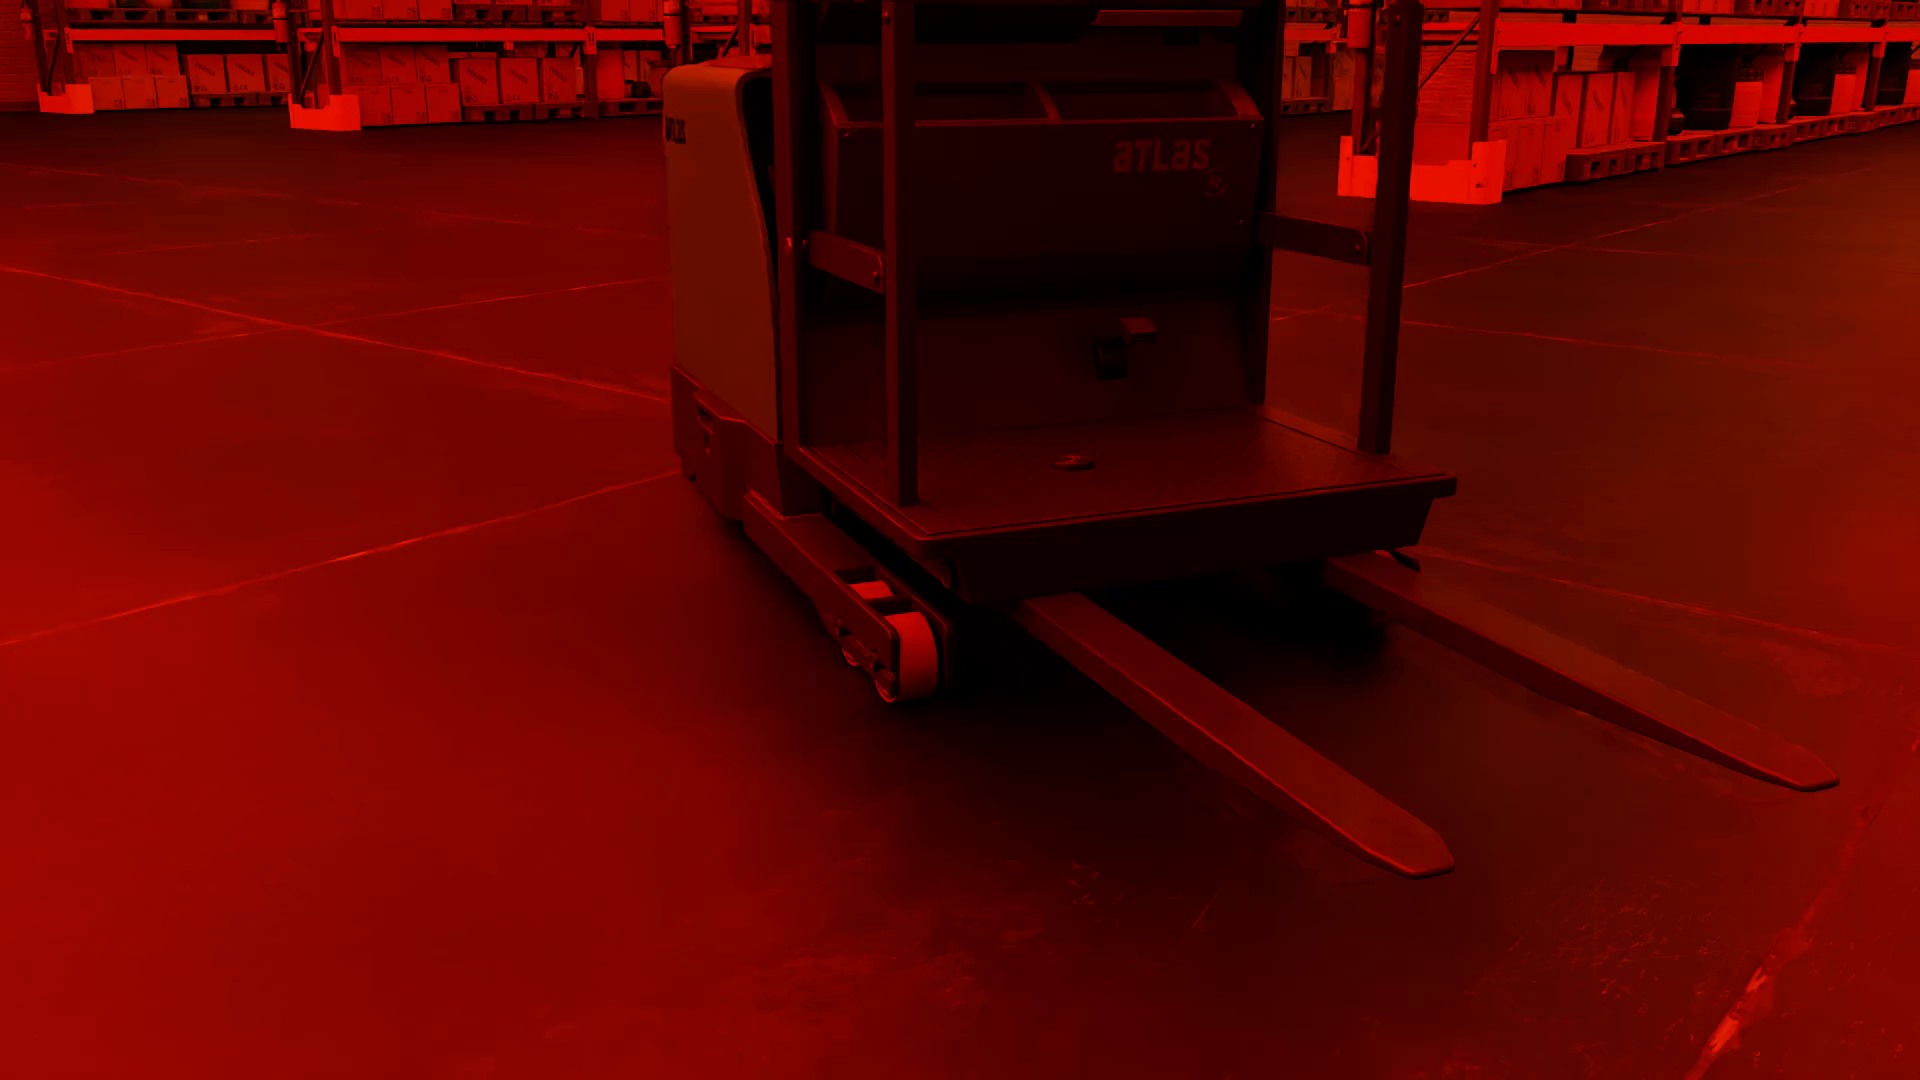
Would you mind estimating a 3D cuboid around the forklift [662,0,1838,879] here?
[{"bbox_3d":[0.255,-1.248,3.006,1.130,2.935,3.031,-7,18,-21],"label":"forklift"}]
